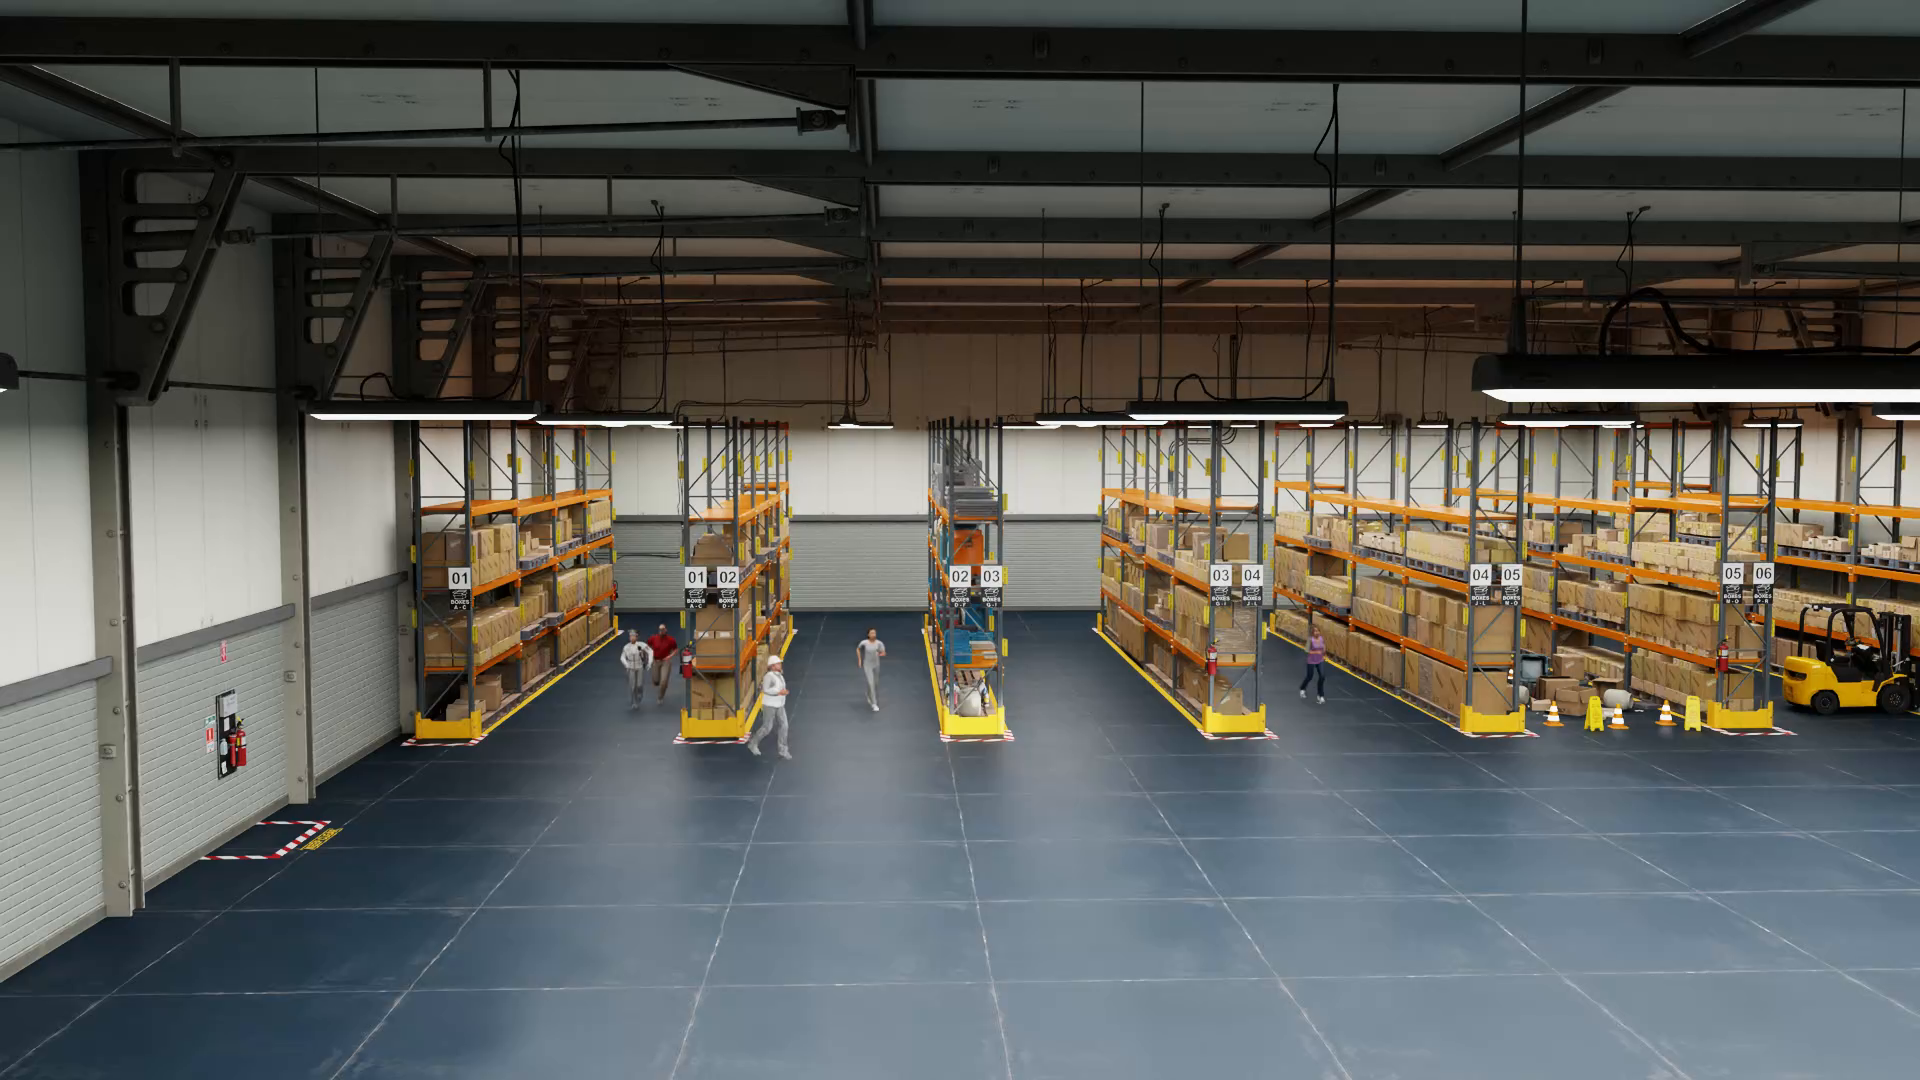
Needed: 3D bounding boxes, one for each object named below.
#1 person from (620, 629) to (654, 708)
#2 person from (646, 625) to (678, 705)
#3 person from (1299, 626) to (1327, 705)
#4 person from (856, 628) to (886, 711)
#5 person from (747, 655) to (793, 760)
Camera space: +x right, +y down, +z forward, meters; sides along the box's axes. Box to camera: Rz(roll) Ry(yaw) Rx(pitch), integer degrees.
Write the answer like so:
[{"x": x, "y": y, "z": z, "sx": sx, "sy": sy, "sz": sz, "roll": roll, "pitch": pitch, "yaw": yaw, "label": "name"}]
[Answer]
[{"x": -6.673, "y": 2.660, "z": 34.269, "sx": 0.651, "sy": 1.654, "sz": 0.627, "roll": 0, "pitch": 4, "yaw": -1, "label": "person"}, {"x": -6.296, "y": 2.620, "z": 35.088, "sx": 0.700, "sy": 1.686, "sz": 0.712, "roll": 0, "pitch": 4, "yaw": -2, "label": "person"}, {"x": 7.505, "y": 2.626, "z": 35.217, "sx": 0.549, "sy": 1.629, "sz": 0.850, "roll": -1, "pitch": 4, "yaw": -12, "label": "person"}, {"x": -1.818, "y": 2.622, "z": 34.241, "sx": 0.561, "sy": 1.660, "sz": 0.969, "roll": -1, "pitch": 4, "yaw": -18, "label": "person"}, {"x": -3.294, "y": 2.930, "z": 29.187, "sx": 0.849, "sy": 1.819, "sz": 0.673, "roll": 2, "pitch": 4, "yaw": 24, "label": "person"}]
